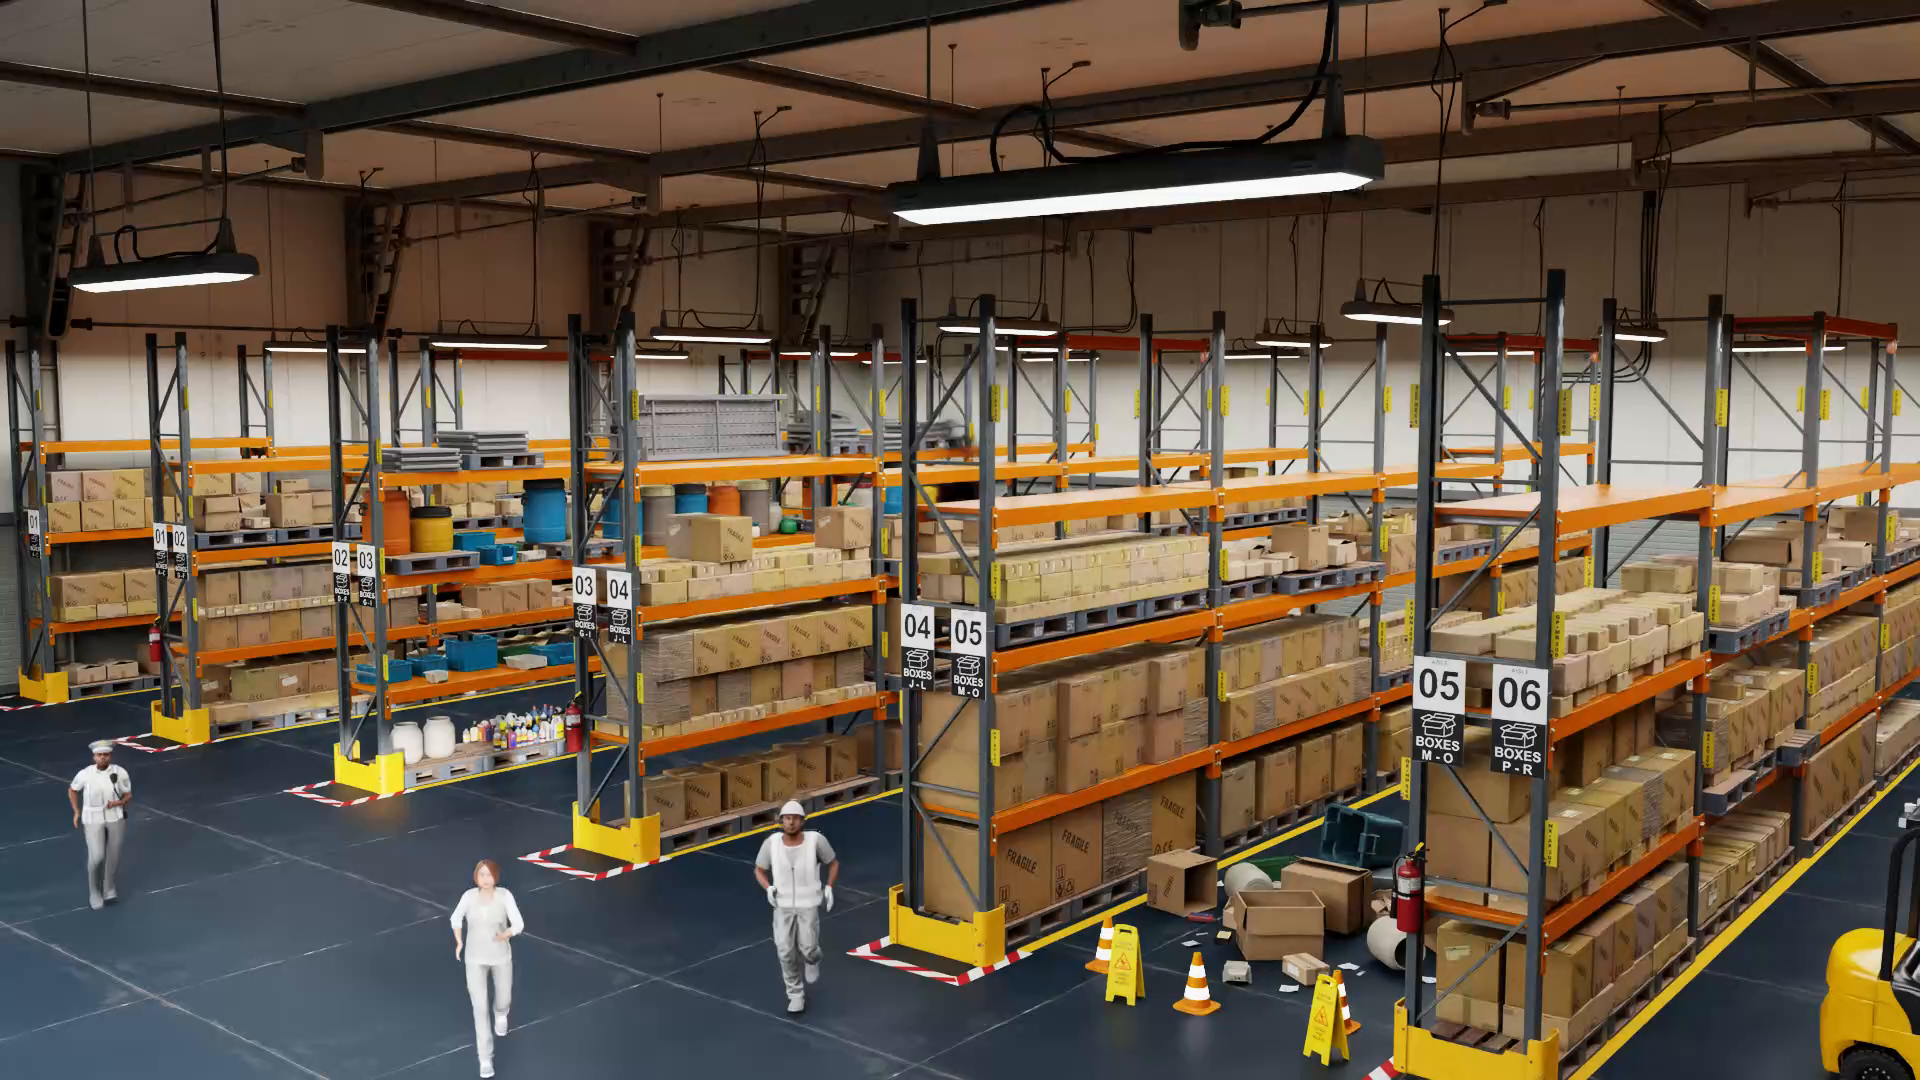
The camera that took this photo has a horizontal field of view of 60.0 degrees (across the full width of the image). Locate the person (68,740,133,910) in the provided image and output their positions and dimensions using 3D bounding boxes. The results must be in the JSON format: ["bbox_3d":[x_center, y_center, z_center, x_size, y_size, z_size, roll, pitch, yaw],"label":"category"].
[{"bbox_3d":[-8.551,2.833,16.595,0.544,1.704,0.685,-3,6,-34],"label":"person"}]

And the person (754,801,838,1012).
[{"bbox_3d":[-1.382,3.041,13.958,0.705,1.733,0.638,0,5,3],"label":"person"}]

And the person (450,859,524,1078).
[{"bbox_3d":[-3.629,3.223,12.776,0.547,1.573,0.841,-1,5,-14],"label":"person"}]

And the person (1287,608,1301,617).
[{"bbox_3d":[5.188,1.940,25.875,0.683,1.802,0.883,3,6,33],"label":"person"}]
